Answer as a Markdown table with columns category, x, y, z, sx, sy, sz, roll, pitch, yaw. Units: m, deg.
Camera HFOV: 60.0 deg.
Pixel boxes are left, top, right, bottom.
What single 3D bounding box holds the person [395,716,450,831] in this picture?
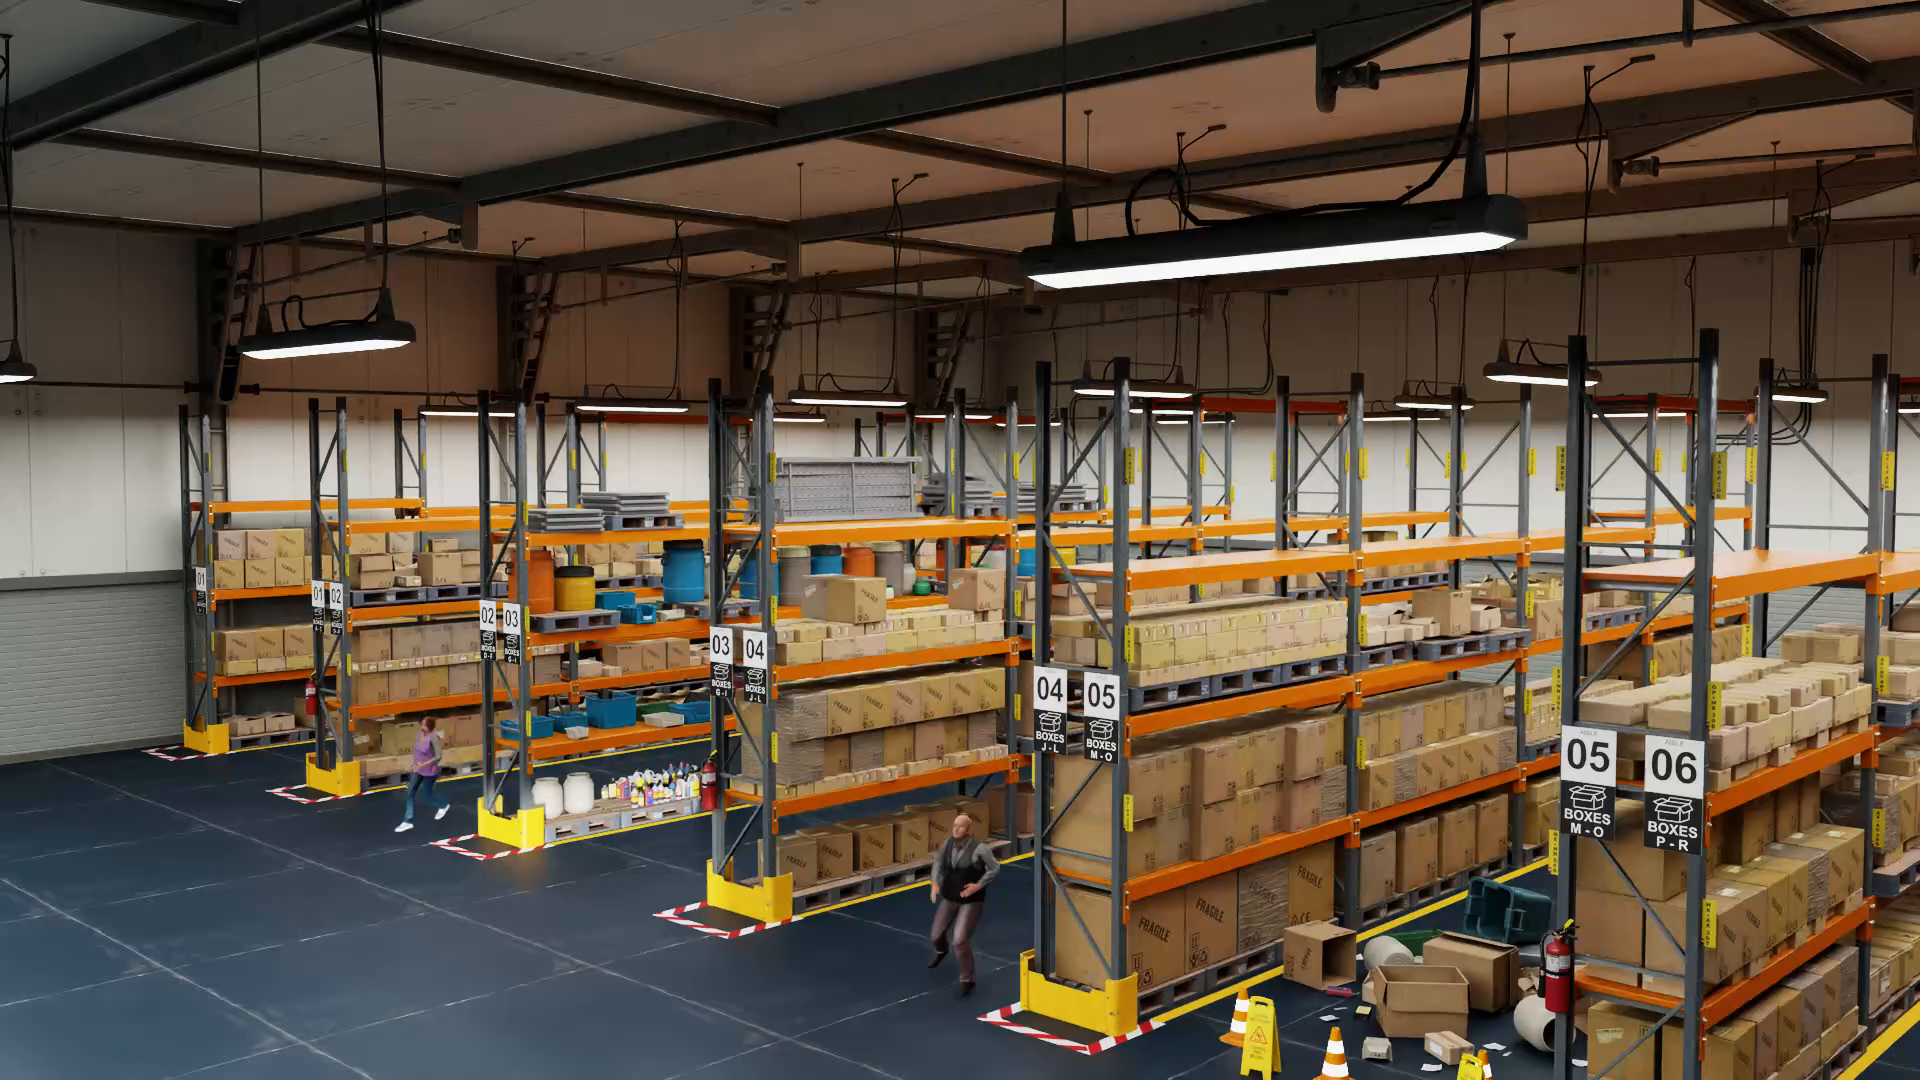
| category | x | y | z | sx | sy | sz | roll | pitch | yaw |
| --- | --- | --- | --- | --- | --- | --- | --- | --- | --- |
| person | -7.278 | 3.182 | 22.756 | 0.583 | 1.543 | 0.835 | 2 | 4 | 31 |

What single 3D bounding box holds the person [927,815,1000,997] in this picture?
| category | x | y | z | sx | sy | sz | roll | pitch | yaw |
| --- | --- | --- | --- | --- | --- | --- | --- | --- | --- |
| person | -0.010 | 3.498 | 16.100 | 0.864 | 1.721 | 0.674 | 2 | 3 | 27 |
